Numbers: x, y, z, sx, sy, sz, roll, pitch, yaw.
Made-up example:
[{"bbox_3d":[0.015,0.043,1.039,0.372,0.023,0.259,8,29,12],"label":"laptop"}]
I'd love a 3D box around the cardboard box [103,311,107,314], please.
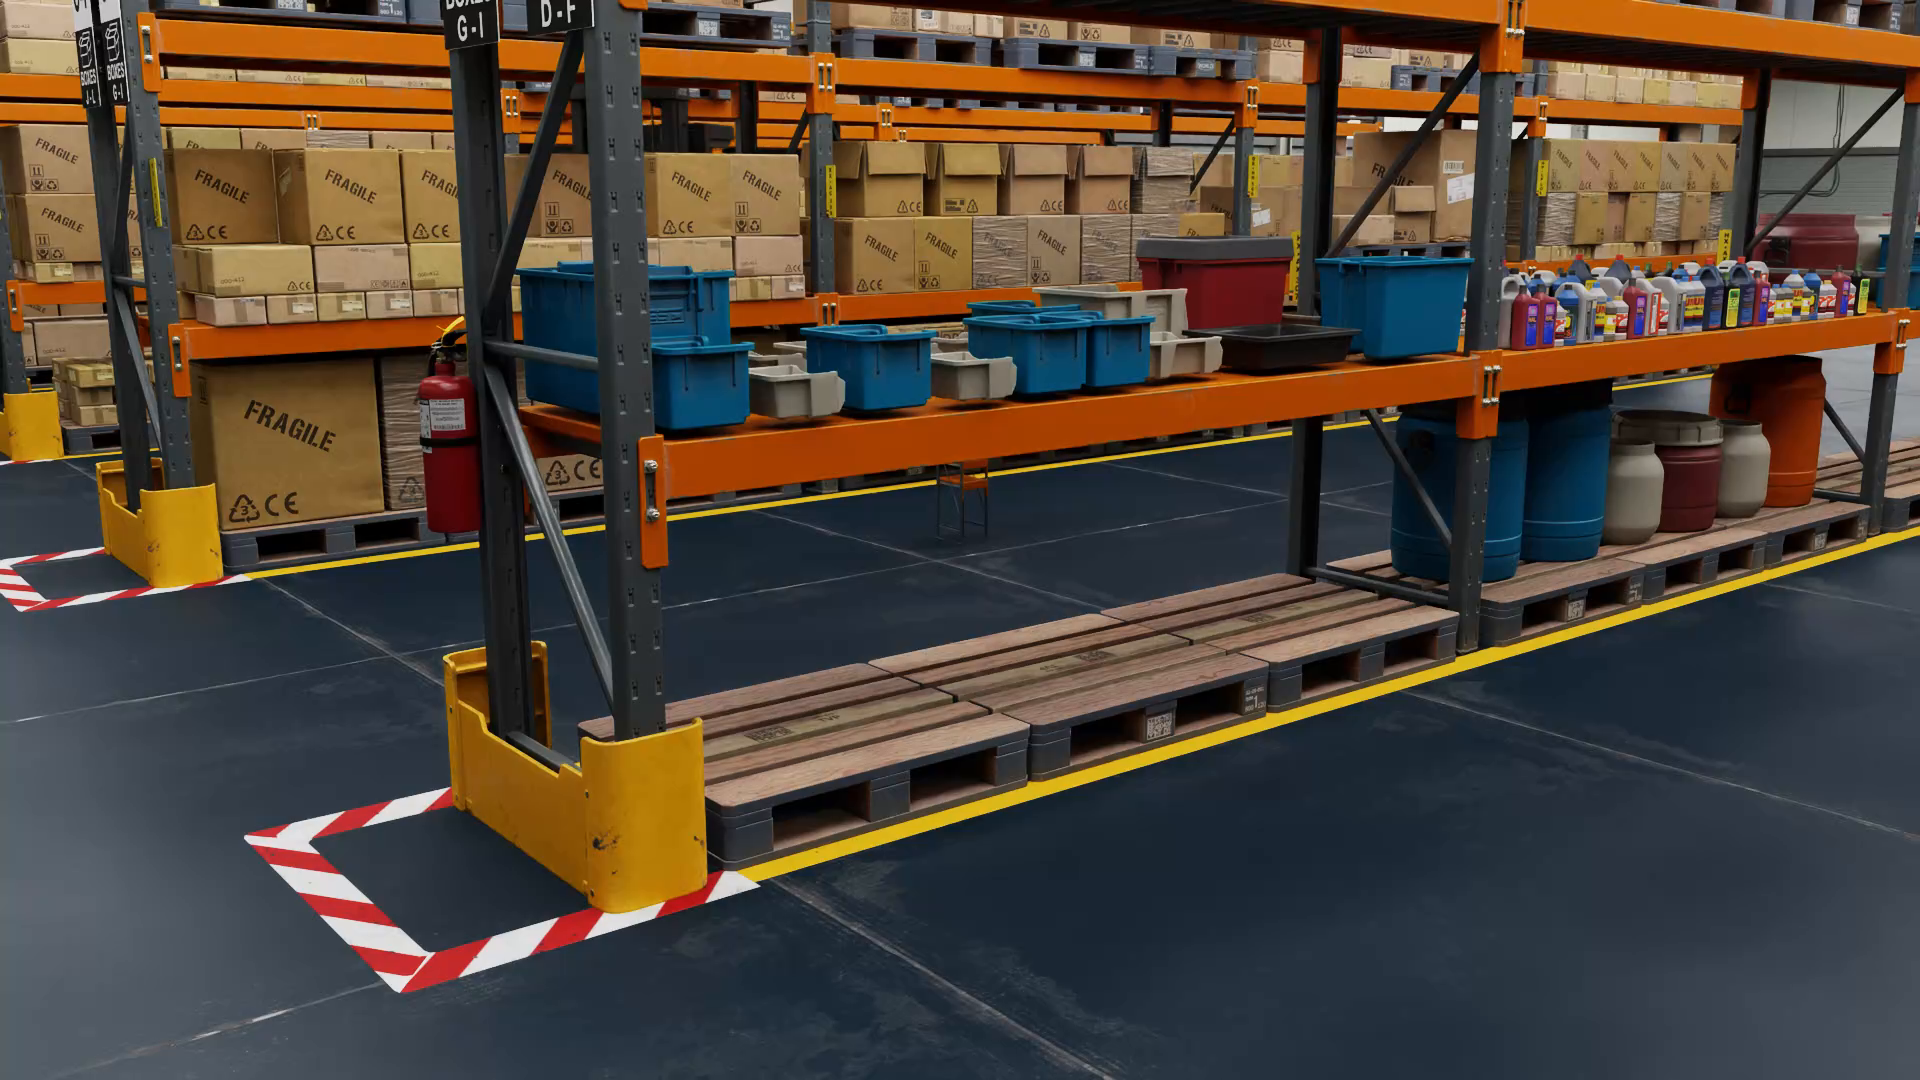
[{"bbox_3d":[-11.469,-2.974,22.266,0.250,0.149,0.380,-10,15,-38],"label":"cardboard box"}]

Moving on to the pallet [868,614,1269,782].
[{"bbox_3d":[0.419,0.573,6.420,1.213,0.211,1.003,-9,15,-38],"label":"pallet"}]

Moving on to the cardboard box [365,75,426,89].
[{"bbox_3d":[-4.804,-3.896,13.895,0.500,0.250,0.500,-9,15,-38],"label":"cardboard box"}]

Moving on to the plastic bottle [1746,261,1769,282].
[{"bbox_3d":[4.600,-1.482,9.683,0.135,0.276,0.152,-9,15,-38],"label":"plastic bottle"}]

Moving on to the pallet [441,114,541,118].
[{"bbox_3d":[-5.581,-5.118,19.745,1.213,0.211,1.003,-9,15,-35],"label":"pallet"}]

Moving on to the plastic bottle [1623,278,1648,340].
[{"bbox_3d":[3.168,-1.088,7.812,0.133,0.283,0.061,-9,15,-38],"label":"plastic bottle"}]

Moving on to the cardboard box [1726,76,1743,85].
[{"bbox_3d":[8.176,-4.914,17.730,0.250,0.149,0.380,-9,15,-38],"label":"cardboard box"}]

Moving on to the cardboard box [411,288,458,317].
[{"bbox_3d":[-3.011,-1.339,9.319,0.250,0.149,0.380,-10,15,-39],"label":"cardboard box"}]

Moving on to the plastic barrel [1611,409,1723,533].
[{"bbox_3d":[3.792,-0.384,9.009,0.708,0.588,0.600,-9,15,-38],"label":"plastic barrel"}]

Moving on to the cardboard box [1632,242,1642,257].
[{"bbox_3d":[6.760,-2.986,17.073,0.250,0.149,0.380,-9,15,-38],"label":"cardboard box"}]

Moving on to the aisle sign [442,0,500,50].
[{"bbox_3d":[-1.441,-1.842,4.825,0.004,0.787,0.394,-9,15,-38],"label":"aisle sign"}]

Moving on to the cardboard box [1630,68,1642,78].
[{"bbox_3d":[6.516,-4.649,16.483,0.250,0.149,0.380,-10,15,-39],"label":"cardboard box"}]

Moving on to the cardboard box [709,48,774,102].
[{"bbox_3d":[-2.131,-4.461,15.954,0.500,0.500,0.500,-9,15,-38],"label":"cardboard box"}]

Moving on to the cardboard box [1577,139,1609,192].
[{"bbox_3d":[5.974,-3.659,16.274,0.500,0.500,0.500,-9,15,-38],"label":"cardboard box"}]

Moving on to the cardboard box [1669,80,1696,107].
[{"bbox_3d":[7.187,-4.572,17.077,0.500,0.250,0.500,-9,15,-36],"label":"cardboard box"}]

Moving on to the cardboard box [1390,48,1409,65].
[{"bbox_3d":[3.673,-4.192,14.478,0.250,0.166,0.380,-10,16,-39],"label":"cardboard box"}]

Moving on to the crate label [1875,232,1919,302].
[{"bbox_3d":[5.990,-1.673,10.201,0.616,0.435,0.502,-9,15,-38],"label":"crate label"}]

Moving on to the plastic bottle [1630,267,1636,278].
[{"bbox_3d":[3.676,-1.373,9.185,0.097,0.271,0.097,0,12,0],"label":"plastic bottle"}]

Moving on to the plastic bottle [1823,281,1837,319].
[{"bbox_3d":[4.714,-1.310,9.054,0.097,0.201,0.097,0,12,0],"label":"plastic bottle"}]

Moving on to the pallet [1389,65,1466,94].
[{"bbox_3d":[3.718,-4.070,14.807,1.003,0.211,1.213,-9,15,-38],"label":"pallet"}]

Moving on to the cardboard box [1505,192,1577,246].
[{"bbox_3d":[5.465,-3.136,16.218,0.500,0.500,0.875,-9,15,-38],"label":"cardboard box"}]

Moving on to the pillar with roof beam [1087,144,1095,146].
[{"bbox_3d":[5.171,-8.895,29.852,0.400,9.000,9.100,-9,15,-38],"label":"pillar with roof beam"}]

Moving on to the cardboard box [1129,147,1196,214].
[{"bbox_3d":[1.370,-2.821,13.038,0.637,0.503,0.797,-9,15,-36],"label":"cardboard box"}]

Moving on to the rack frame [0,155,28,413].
[{"bbox_3d":[-7.315,-2.153,12.549,0.127,3.000,1.000,-9,15,-38],"label":"rack frame"}]

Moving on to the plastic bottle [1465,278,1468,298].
[{"bbox_3d":[2.525,-1.176,8.066,0.185,0.351,0.144,-9,15,-38],"label":"plastic bottle"}]

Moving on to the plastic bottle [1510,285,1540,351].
[{"bbox_3d":[2.475,-0.973,7.270,0.133,0.283,0.061,-9,15,-38],"label":"plastic bottle"}]

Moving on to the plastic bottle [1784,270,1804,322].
[{"bbox_3d":[4.410,-1.293,8.809,0.097,0.271,0.097,0,12,0],"label":"plastic bottle"}]

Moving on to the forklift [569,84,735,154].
[{"bbox_3d":[-2.502,-2.398,13.865,1.130,2.935,3.031,2,12,11],"label":"forklift"}]

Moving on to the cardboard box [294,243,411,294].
[{"bbox_3d":[-3.351,-1.495,9.093,0.500,0.250,0.500,-10,15,-38],"label":"cardboard box"}]

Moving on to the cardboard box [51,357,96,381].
[{"bbox_3d":[-7.060,-1.365,13.256,0.250,0.149,0.380,-9,15,-37],"label":"cardboard box"}]

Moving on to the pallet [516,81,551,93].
[{"bbox_3d":[-3.643,-4.111,14.997,1.003,0.211,1.213,-9,15,-38],"label":"pallet"}]

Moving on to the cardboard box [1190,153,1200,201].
[{"bbox_3d":[2.364,-4.354,19.953,0.550,0.550,0.875,-9,15,-38],"label":"cardboard box"}]

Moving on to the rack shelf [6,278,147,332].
[{"bbox_3d":[-5.754,-2.061,13.845,4.000,0.370,1.077,-9,15,-38],"label":"rack shelf"}]

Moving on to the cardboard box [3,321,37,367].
[{"bbox_3d":[-10.034,-1.997,16.970,0.875,0.438,0.875,-10,16,-40],"label":"cardboard box"}]

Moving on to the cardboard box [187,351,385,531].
[{"bbox_3d":[-3.846,-0.598,9.328,0.875,0.875,0.875,-9,15,-38],"label":"cardboard box"}]

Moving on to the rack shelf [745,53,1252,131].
[{"bbox_3d":[0.389,-3.230,12.128,4.000,0.370,1.077,-9,15,-38],"label":"rack shelf"}]

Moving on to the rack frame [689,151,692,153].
[{"bbox_3d":[-4.220,-5.305,27.390,0.127,3.000,1.000,-9,15,-38],"label":"rack frame"}]

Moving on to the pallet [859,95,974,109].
[{"bbox_3d":[-0.599,-4.659,17.579,1.003,0.211,1.213,-9,15,-35],"label":"pallet"}]

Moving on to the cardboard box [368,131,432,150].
[{"bbox_3d":[-4.790,-3.183,14.034,0.500,0.500,0.500,-10,16,-39],"label":"cardboard box"}]

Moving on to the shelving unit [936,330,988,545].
[{"bbox_3d":[0.011,-0.589,9.513,0.189,1.200,0.258,-9,15,-38],"label":"shelving unit"}]

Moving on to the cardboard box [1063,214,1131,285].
[{"bbox_3d":[0.924,-2.187,12.466,0.500,0.500,0.500,-10,16,-39],"label":"cardboard box"}]

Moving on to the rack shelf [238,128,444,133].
[{"bbox_3d":[-8.905,-5.642,23.487,4.000,0.370,1.077,-9,15,-38],"label":"rack shelf"}]

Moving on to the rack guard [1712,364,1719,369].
[{"bbox_3d":[8.139,-2.179,18.689,0.348,0.500,1.175,-9,15,-38],"label":"rack guard"}]

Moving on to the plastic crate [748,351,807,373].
[{"bbox_3d":[-0.678,-0.568,5.573,0.243,0.136,0.396,-9,15,-38],"label":"plastic crate"}]

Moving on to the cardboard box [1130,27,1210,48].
[{"bbox_3d":[1.520,-4.006,12.793,0.637,0.503,0.797,-8,15,-34],"label":"cardboard box"}]

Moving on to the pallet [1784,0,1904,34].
[{"bbox_3d":[4.387,-2.862,9.119,1.213,0.211,1.003,-9,15,-38],"label":"pallet"}]

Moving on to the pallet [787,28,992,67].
[{"bbox_3d":[-0.487,-3.356,11.449,1.217,0.209,0.805,-10,16,-40],"label":"pallet"}]

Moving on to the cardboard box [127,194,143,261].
[{"bbox_3d":[-6.390,-2.435,12.917,0.500,0.500,0.500,-9,15,-38],"label":"cardboard box"}]

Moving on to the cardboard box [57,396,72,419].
[{"bbox_3d":[-7.035,-1.066,13.282,0.250,0.149,0.380,-9,15,-37],"label":"cardboard box"}]

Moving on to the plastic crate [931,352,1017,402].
[{"bbox_3d":[0.029,-0.528,5.383,0.298,0.136,0.250,-9,15,-38],"label":"plastic crate"}]

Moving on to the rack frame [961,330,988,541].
[{"bbox_3d":[0.083,-0.601,9.569,0.006,1.200,0.240,-9,15,-38],"label":"rack frame"}]

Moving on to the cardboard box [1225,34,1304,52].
[{"bbox_3d":[2.479,-4.154,13.304,0.500,0.500,0.500,-9,15,-37],"label":"cardboard box"}]

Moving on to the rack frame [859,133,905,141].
[{"bbox_3d":[-1.116,-4.500,23.601,0.127,3.000,1.000,-9,15,-38],"label":"rack frame"}]
